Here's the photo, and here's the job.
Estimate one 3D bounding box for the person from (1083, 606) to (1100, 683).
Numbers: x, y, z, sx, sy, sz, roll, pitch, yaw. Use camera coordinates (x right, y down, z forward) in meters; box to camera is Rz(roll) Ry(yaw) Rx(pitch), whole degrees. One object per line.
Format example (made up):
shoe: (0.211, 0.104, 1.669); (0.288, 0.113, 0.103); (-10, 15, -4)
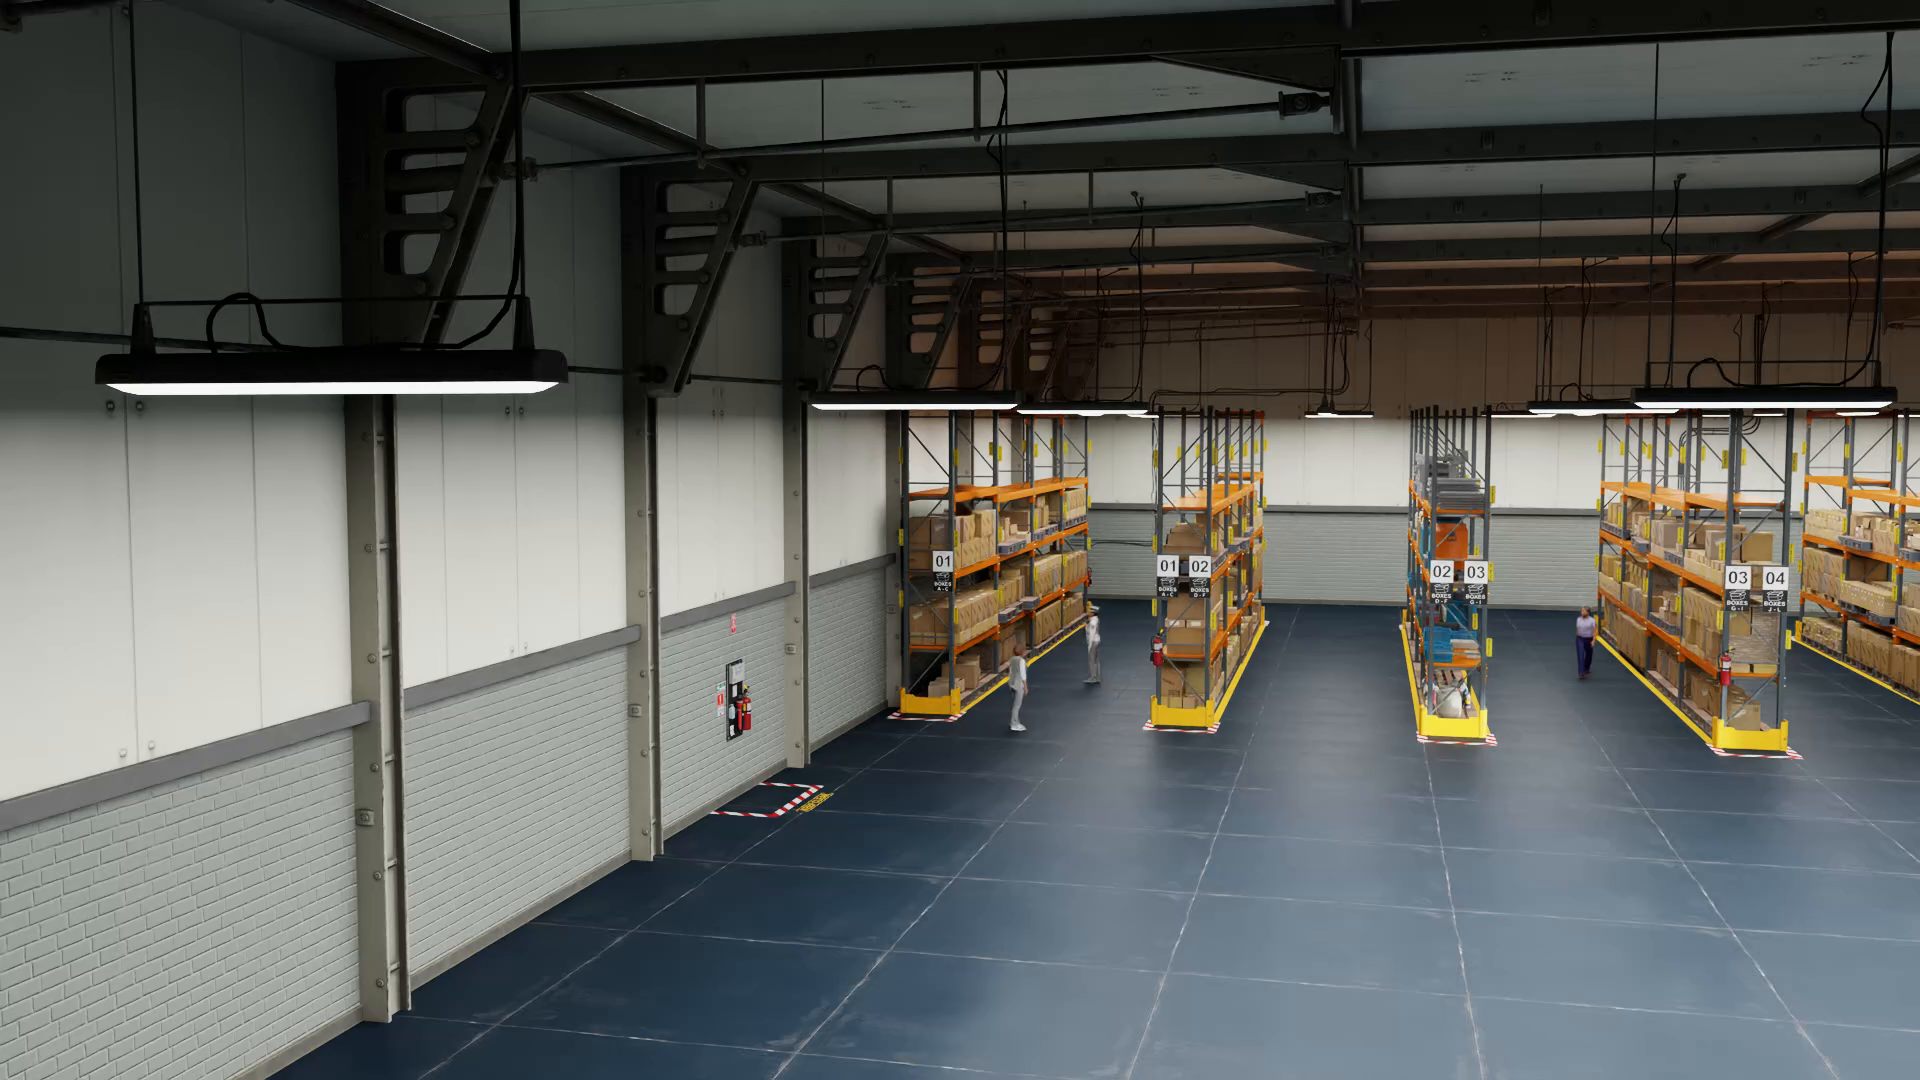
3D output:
person: (2.882, 2.274, 36.312); (0.356, 1.694, 0.549); (1, 4, 12)

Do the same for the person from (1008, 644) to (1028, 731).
person: (1.114, 2.729, 30.785); (0.447, 1.613, 0.492); (-3, 5, -32)

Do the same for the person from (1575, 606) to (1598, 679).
person: (13.934, 2.264, 37.016); (0.442, 1.594, 0.988); (1, 4, 12)
